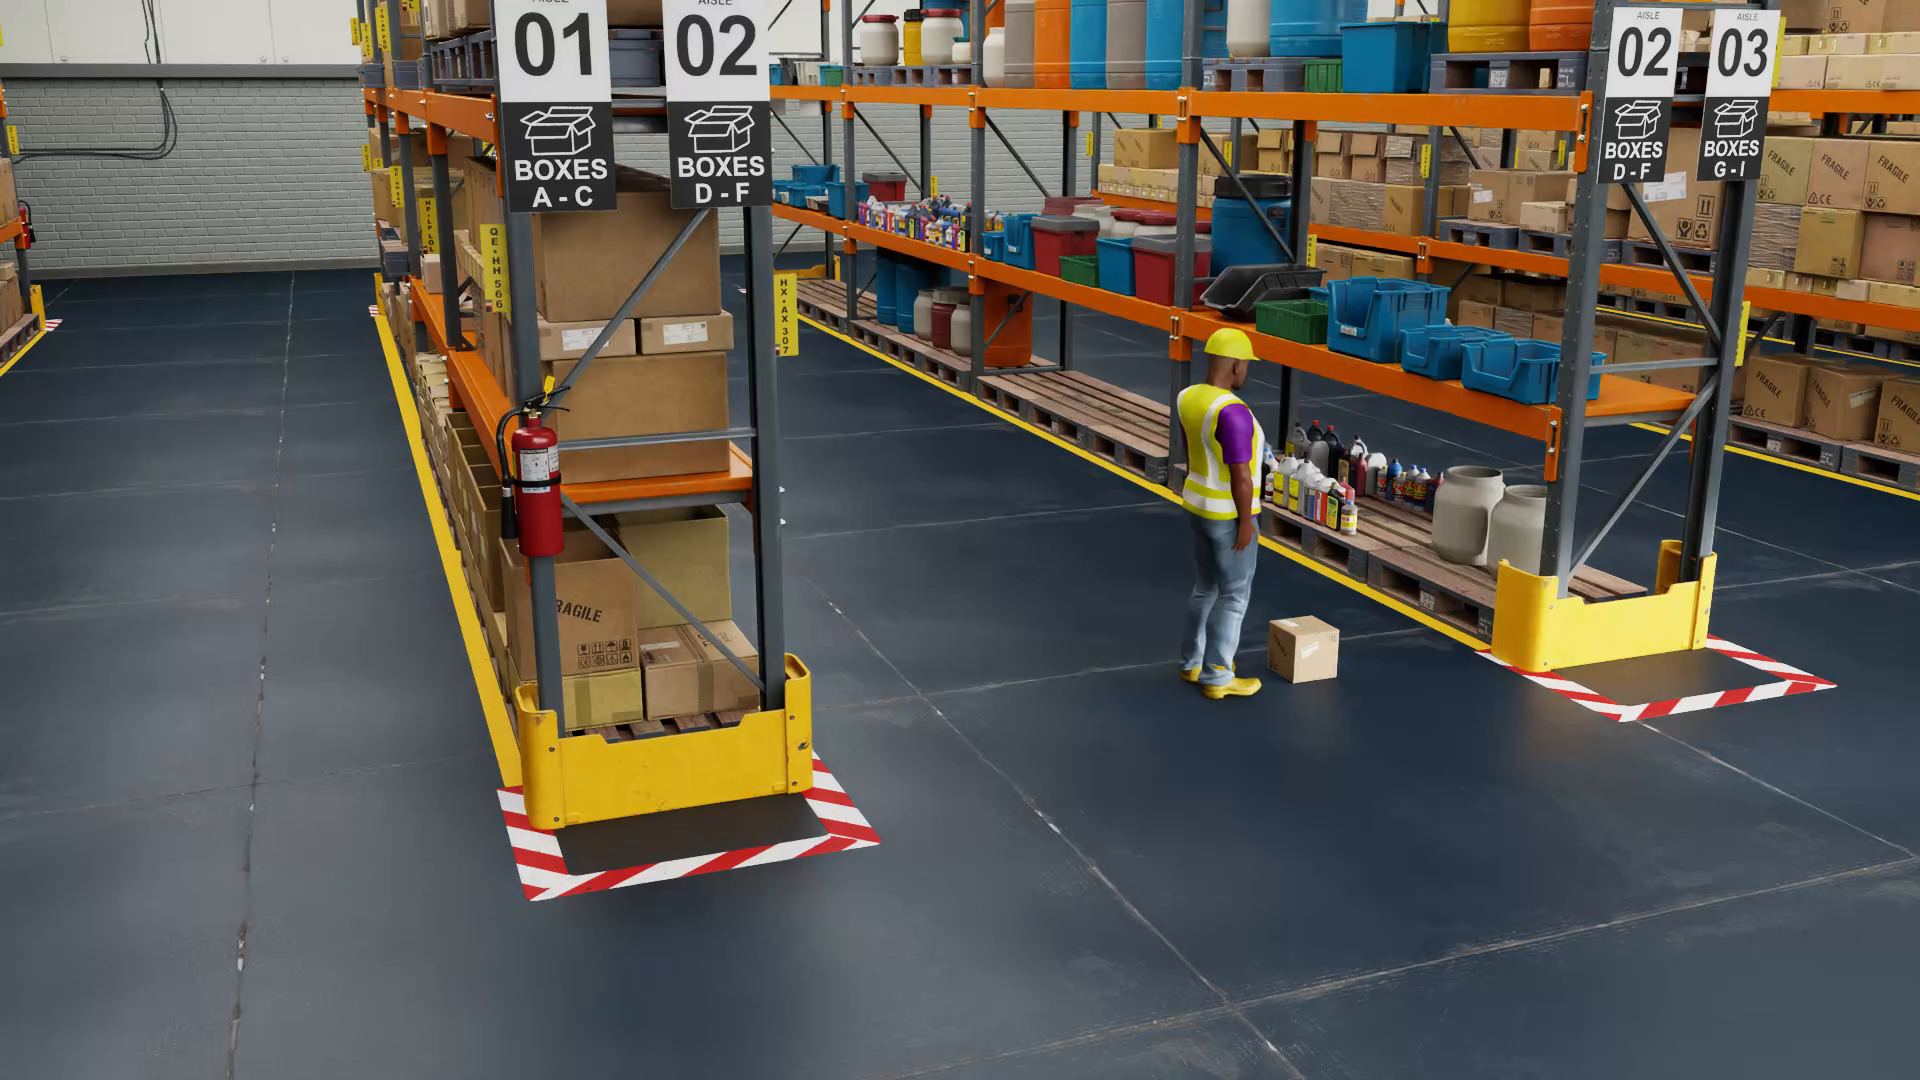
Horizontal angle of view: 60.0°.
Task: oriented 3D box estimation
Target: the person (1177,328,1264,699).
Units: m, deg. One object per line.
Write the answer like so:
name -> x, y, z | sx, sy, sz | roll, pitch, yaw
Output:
person -> 1.251, -0.139, 7.987 | 0.363, 1.762, 0.566 | -5, 16, -19
